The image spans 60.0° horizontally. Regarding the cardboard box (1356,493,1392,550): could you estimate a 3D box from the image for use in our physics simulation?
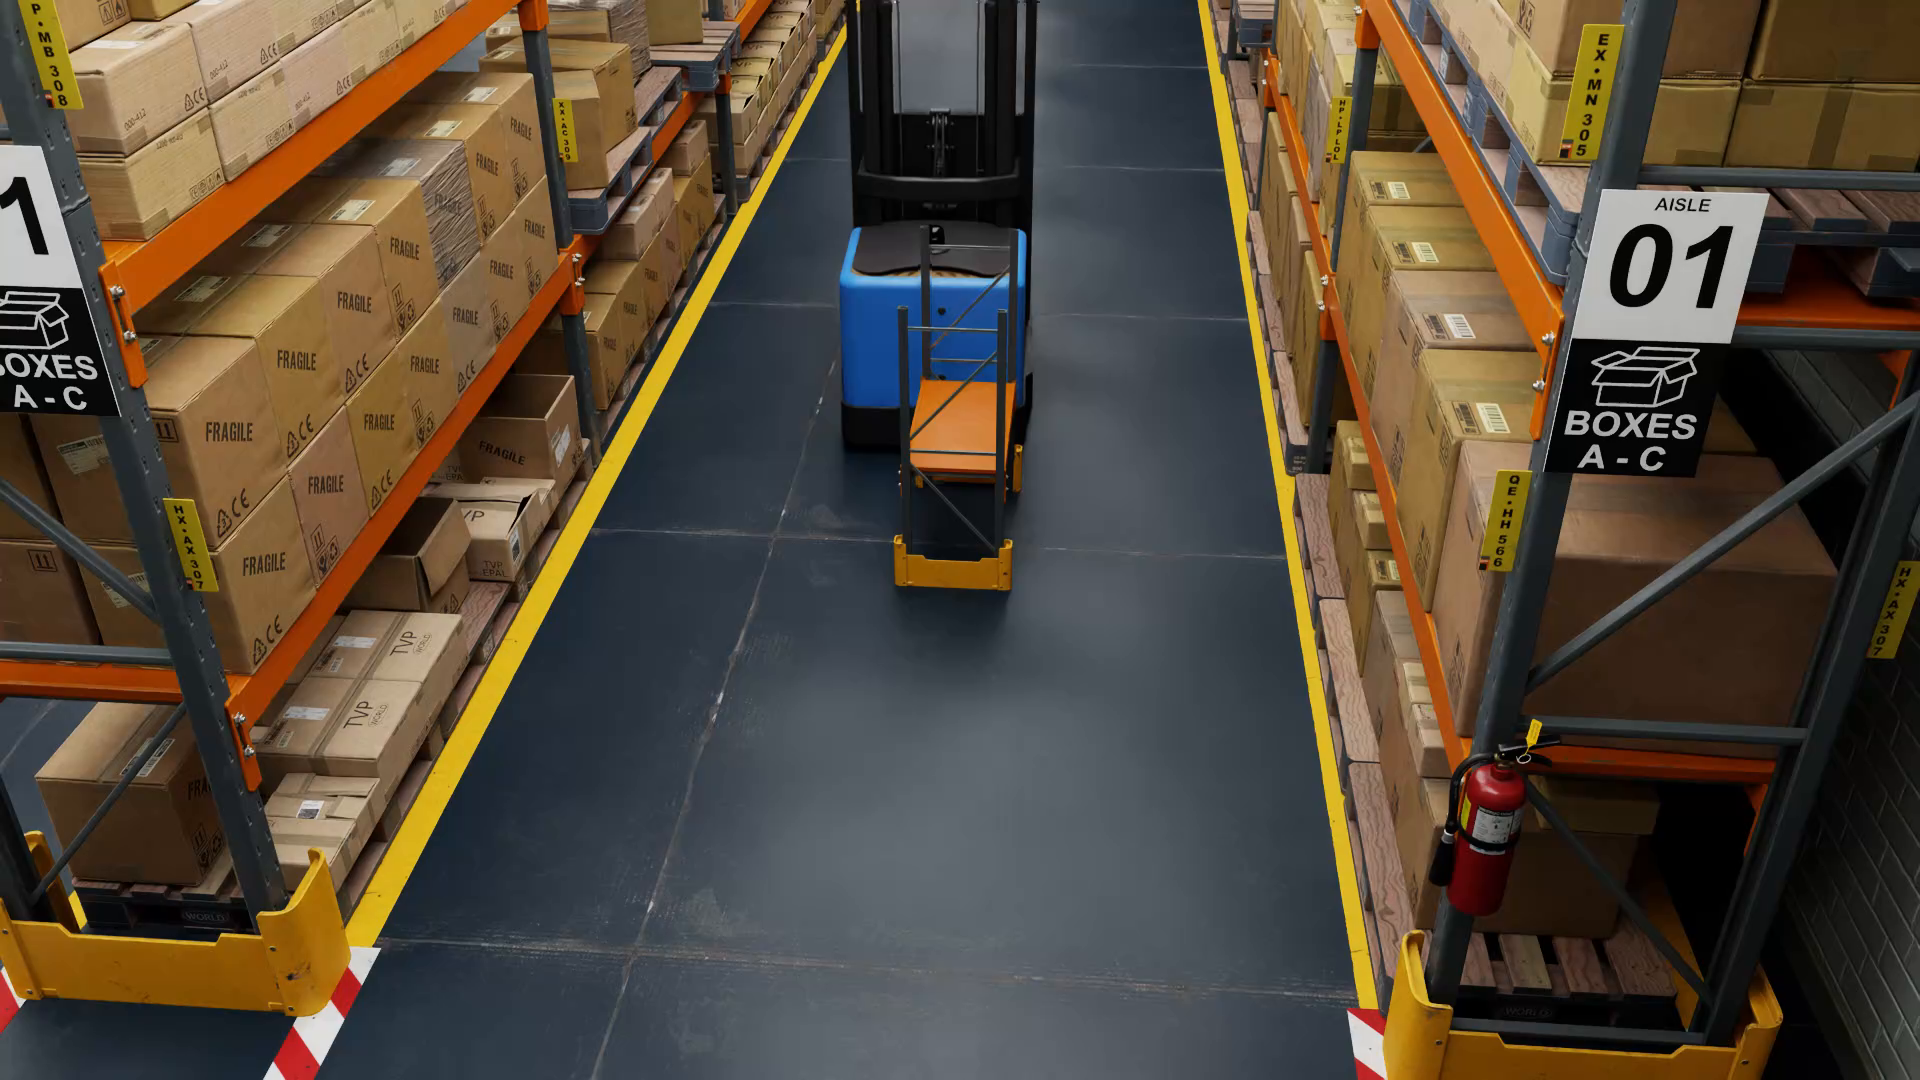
[{"bbox_3d":[1.976,-0.079,7.382,0.380,0.149,0.250,2,32,3],"label":"cardboard box"}]

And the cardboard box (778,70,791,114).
[{"bbox_3d":[-1.767,-3.893,14.428,0.500,0.250,0.500,3,32,5],"label":"cardboard box"}]

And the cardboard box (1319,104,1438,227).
[{"bbox_3d":[2.177,-1.949,8.655,0.500,0.500,0.500,2,32,3],"label":"cardboard box"}]

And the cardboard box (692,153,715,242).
[{"bbox_3d":[-2.063,-2.444,11.820,0.500,0.500,0.500,4,32,6],"label":"cardboard box"}]

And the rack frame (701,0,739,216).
[{"bbox_3d":[-2.221,-3.820,12.089,1.000,3.000,0.127,2,32,4],"label":"rack frame"}]

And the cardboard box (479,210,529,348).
[{"bbox_3d":[-2.372,-1.229,7.790,0.500,0.500,0.500,3,32,5],"label":"cardboard box"}]

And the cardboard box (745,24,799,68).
[{"bbox_3d":[-1.722,-4.401,14.719,0.500,0.311,0.500,2,32,4],"label":"cardboard box"}]

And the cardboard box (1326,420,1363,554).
[{"bbox_3d":[2.228,-0.247,8.273,0.700,0.500,0.500,3,32,5],"label":"cardboard box"}]

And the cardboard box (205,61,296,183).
[{"bbox_3d":[-2.524,-1.369,5.395,0.500,0.250,0.500,2,32,4],"label":"cardboard box"}]

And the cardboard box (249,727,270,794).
[{"bbox_3d":[-2.951,0.879,6.745,0.380,0.166,0.250,2,32,4],"label":"cardboard box"}]

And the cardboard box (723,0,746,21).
[{"bbox_3d":[-1.955,-4.241,12.858,0.500,0.311,0.500,2,32,3],"label":"cardboard box"}]

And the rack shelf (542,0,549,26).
[{"bbox_3d":[-2.384,-3.745,9.794,1.077,0.370,4.000,2,32,4],"label":"rack shelf"}]

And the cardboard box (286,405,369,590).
[{"bbox_3d":[-2.537,-0.170,6.072,0.500,0.500,0.500,2,32,4],"label":"cardboard box"}]

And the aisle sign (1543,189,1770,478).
[{"bbox_3d":[1.760,-0.509,4.239,0.394,0.787,0.004,2,32,4],"label":"aisle sign"}]

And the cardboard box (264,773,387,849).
[{"bbox_3d":[-2.476,1.047,6.473,0.380,0.166,0.250,2,32,4],"label":"cardboard box"}]

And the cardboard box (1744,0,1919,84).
[{"bbox_3d":[2.365,-1.552,4.483,0.500,0.500,0.500,1,32,2],"label":"cardboard box"}]

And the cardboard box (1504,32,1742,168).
[{"bbox_3d":[1.860,-1.256,4.717,0.500,0.250,0.500,3,32,5],"label":"cardboard box"}]

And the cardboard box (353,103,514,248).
[{"bbox_3d":[-2.369,-1.653,7.525,0.500,0.500,0.500,2,32,3],"label":"cardboard box"}]

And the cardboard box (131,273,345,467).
[{"bbox_3d":[-2.539,-0.599,5.815,0.500,0.500,0.500,3,32,4],"label":"cardboard box"}]

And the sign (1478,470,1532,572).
[{"bbox_3d":[1.525,-0.051,4.645,0.100,0.325,0.005,2,32,4],"label":"sign"}]

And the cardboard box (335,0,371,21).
[{"bbox_3d":[-2.444,-2.104,6.113,0.500,0.250,0.500,2,32,4],"label":"cardboard box"}]

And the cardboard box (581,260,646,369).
[{"bbox_3d":[-2.232,-1.373,10.083,0.500,0.500,0.500,3,32,5],"label":"cardboard box"}]

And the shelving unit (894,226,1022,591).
[{"bbox_3d":[0.006,-0.678,8.421,0.587,1.500,1.083,2,32,4],"label":"shelving unit"}]

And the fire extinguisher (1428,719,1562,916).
[{"bbox_3d":[1.593,0.824,4.983,0.296,0.674,0.183,2,32,4],"label":"fire extinguisher"}]

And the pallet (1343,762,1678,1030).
[{"bbox_3d":[2.052,1.339,6.377,1.003,0.211,1.213,2,32,4],"label":"pallet"}]

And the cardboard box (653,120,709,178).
[{"bbox_3d":[-2.064,-2.734,11.575,0.500,0.250,0.500,4,32,6],"label":"cardboard box"}]

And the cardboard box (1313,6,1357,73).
[{"bbox_3d":[2.267,-2.804,9.329,0.500,0.250,0.500,3,32,5],"label":"cardboard box"}]

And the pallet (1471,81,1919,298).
[{"bbox_3d":[2.115,-1.055,4.828,1.003,0.211,1.213,2,32,4],"label":"pallet"}]

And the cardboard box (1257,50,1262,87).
[{"bbox_3d":[3.007,-4.167,14.616,0.700,0.500,0.500,2,32,3],"label":"cardboard box"}]

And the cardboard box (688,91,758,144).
[{"bbox_3d":[-1.886,-3.328,12.978,0.500,0.311,0.500,3,32,6],"label":"cardboard box"}]

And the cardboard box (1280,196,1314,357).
[{"bbox_3d":[2.383,-1.593,10.124,0.750,0.750,0.750,3,32,5],"label":"cardboard box"}]

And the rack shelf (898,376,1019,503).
[{"bbox_3d":[0.007,-0.530,8.523,0.538,0.185,1.000,2,32,4],"label":"rack shelf"}]

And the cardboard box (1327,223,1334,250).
[{"bbox_3d":[2.136,-1.609,8.722,0.380,0.149,0.250,3,32,4],"label":"cardboard box"}]

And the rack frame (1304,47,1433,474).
[{"bbox_3d":[2.391,-1.519,8.355,1.000,3.000,0.127,2,32,4],"label":"rack frame"}]

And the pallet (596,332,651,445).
[{"bbox_3d":[-2.518,-0.968,10.120,1.003,0.211,1.213,2,32,4],"label":"pallet"}]

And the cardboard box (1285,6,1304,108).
[{"bbox_3d":[2.328,-3.012,10.381,0.500,0.500,0.500,2,32,4],"label":"cardboard box"}]

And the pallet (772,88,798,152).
[{"bbox_3d":[-2.013,-3.698,14.549,1.003,0.211,1.213,2,32,4],"label":"pallet"}]

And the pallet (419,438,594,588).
[{"bbox_3d":[-2.604,-0.182,8.844,1.003,0.211,1.213,2,32,4],"label":"pallet"}]

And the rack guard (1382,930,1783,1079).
[{"bbox_3d":[2.063,1.650,5.597,1.175,0.500,0.348,2,32,4],"label":"rack guard"}]

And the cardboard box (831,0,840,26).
[{"bbox_3d":[-1.510,-5.411,16.891,0.500,0.250,0.500,2,32,4],"label":"cardboard box"}]

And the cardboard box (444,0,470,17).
[{"bbox_3d":[-2.373,-2.415,7.093,0.500,0.250,0.500,2,32,4],"label":"cardboard box"}]

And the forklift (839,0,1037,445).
[{"bbox_3d":[-0.094,-2.515,10.038,1.130,2.935,3.031,1,32,2],"label":"forklift"}]

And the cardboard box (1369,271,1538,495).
[{"bbox_3d":[2.216,-0.601,6.580,0.980,0.700,0.700,1,32,2],"label":"cardboard box"}]

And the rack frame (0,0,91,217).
[{"bbox_3d":[-2.872,-2.191,3.728,1.000,3.000,0.127,2,32,4],"label":"rack frame"}]

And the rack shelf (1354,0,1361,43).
[{"bbox_3d":[2.554,-3.535,9.454,1.077,0.370,4.000,2,32,4],"label":"rack shelf"}]

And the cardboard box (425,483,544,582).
[{"bbox_3d":[-2.372,-0.069,8.146,0.500,0.311,0.500,2,32,4],"label":"cardboard box"}]

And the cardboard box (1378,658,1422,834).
[{"bbox_3d":[2.063,0.826,6.532,0.700,0.500,0.500,2,32,4],"label":"cardboard box"}]

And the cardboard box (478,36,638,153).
[{"bbox_3d":[-2.293,-2.550,9.533,0.700,0.500,0.500,7,32,12],"label":"cardboard box"}]

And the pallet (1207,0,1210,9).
[{"bbox_3d":[3.260,-6.143,18.517,1.003,0.211,1.213,2,32,4],"label":"pallet"}]

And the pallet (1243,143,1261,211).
[{"bbox_3d":[2.781,-2.832,13.144,1.003,0.211,1.213,2,32,4],"label":"pallet"}]
